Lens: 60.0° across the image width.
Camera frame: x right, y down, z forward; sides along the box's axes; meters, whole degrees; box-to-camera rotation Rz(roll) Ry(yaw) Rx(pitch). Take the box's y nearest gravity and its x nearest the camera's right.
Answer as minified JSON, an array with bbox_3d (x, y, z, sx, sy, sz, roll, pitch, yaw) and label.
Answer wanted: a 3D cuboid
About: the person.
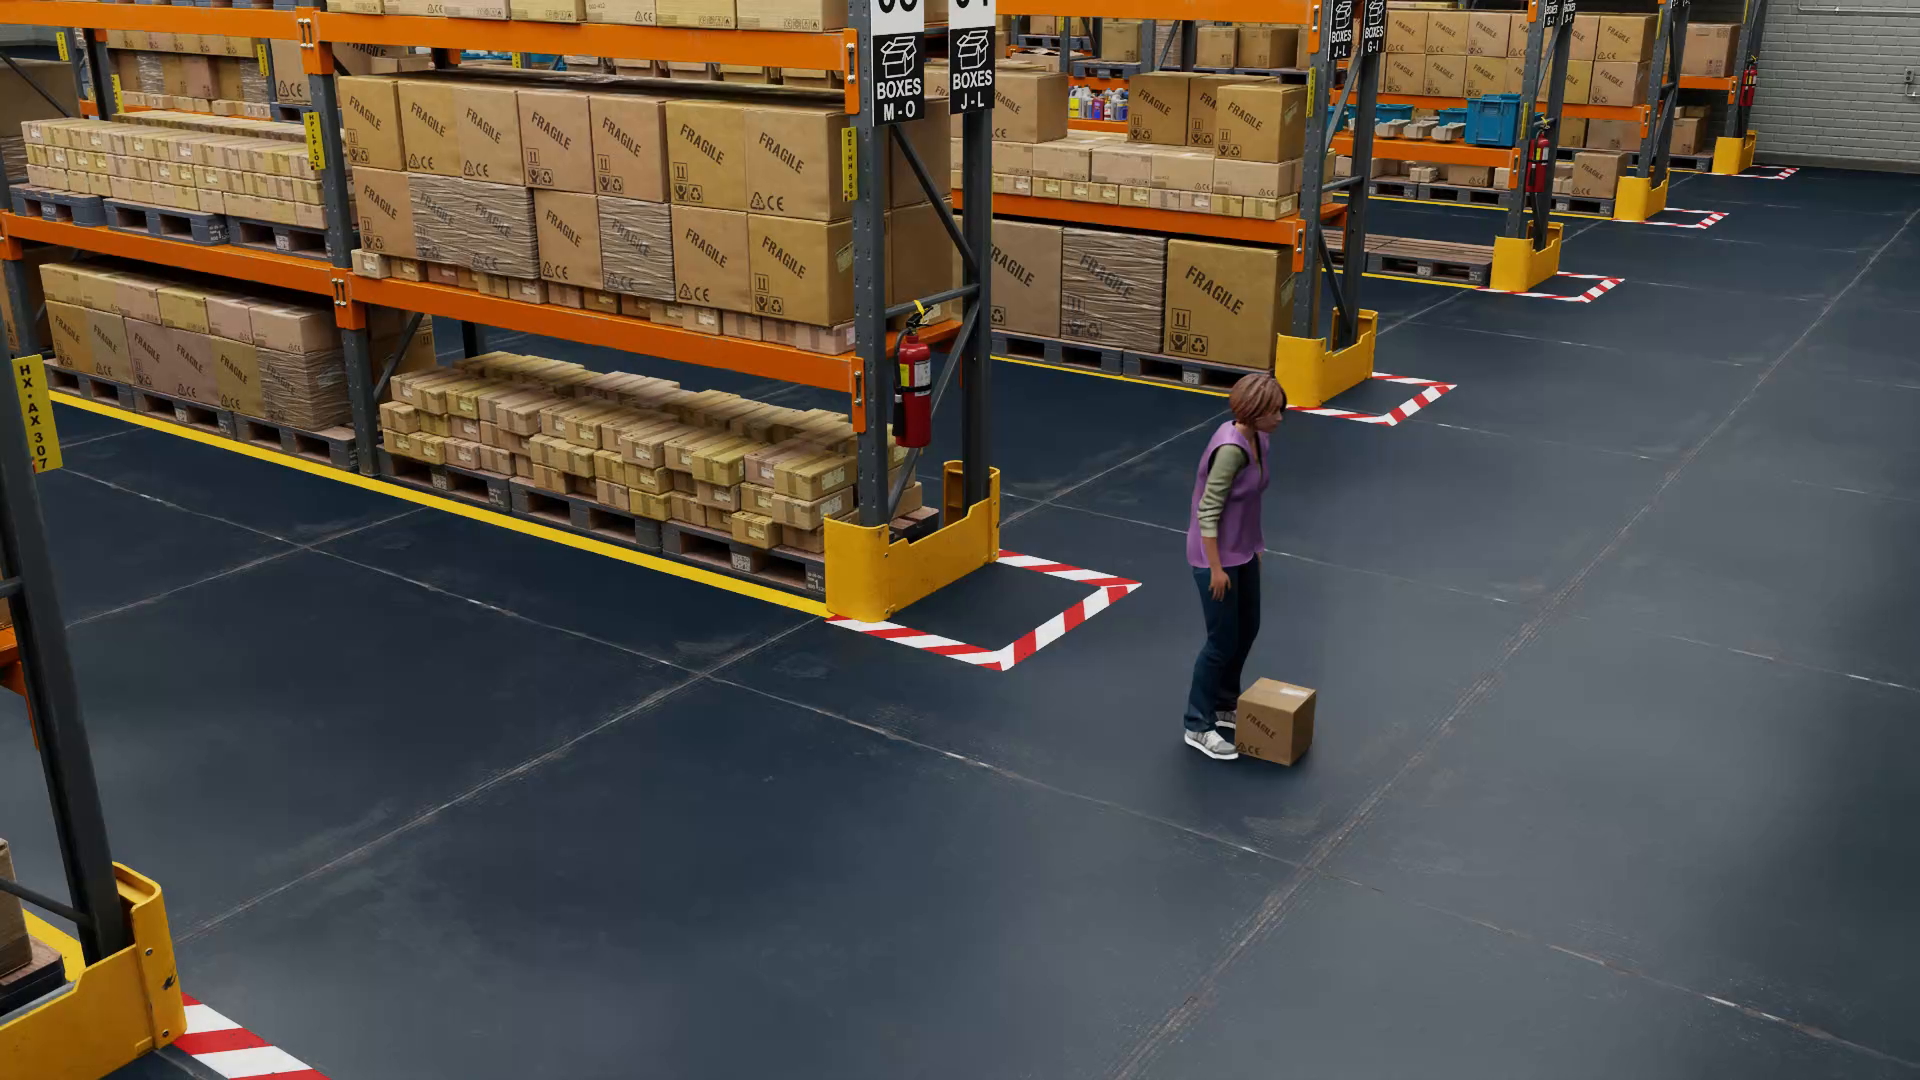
[{"bbox_3d":[1.118,0.087,6.855,0.348,1.590,0.469,12,23,30],"label":"person"}]
